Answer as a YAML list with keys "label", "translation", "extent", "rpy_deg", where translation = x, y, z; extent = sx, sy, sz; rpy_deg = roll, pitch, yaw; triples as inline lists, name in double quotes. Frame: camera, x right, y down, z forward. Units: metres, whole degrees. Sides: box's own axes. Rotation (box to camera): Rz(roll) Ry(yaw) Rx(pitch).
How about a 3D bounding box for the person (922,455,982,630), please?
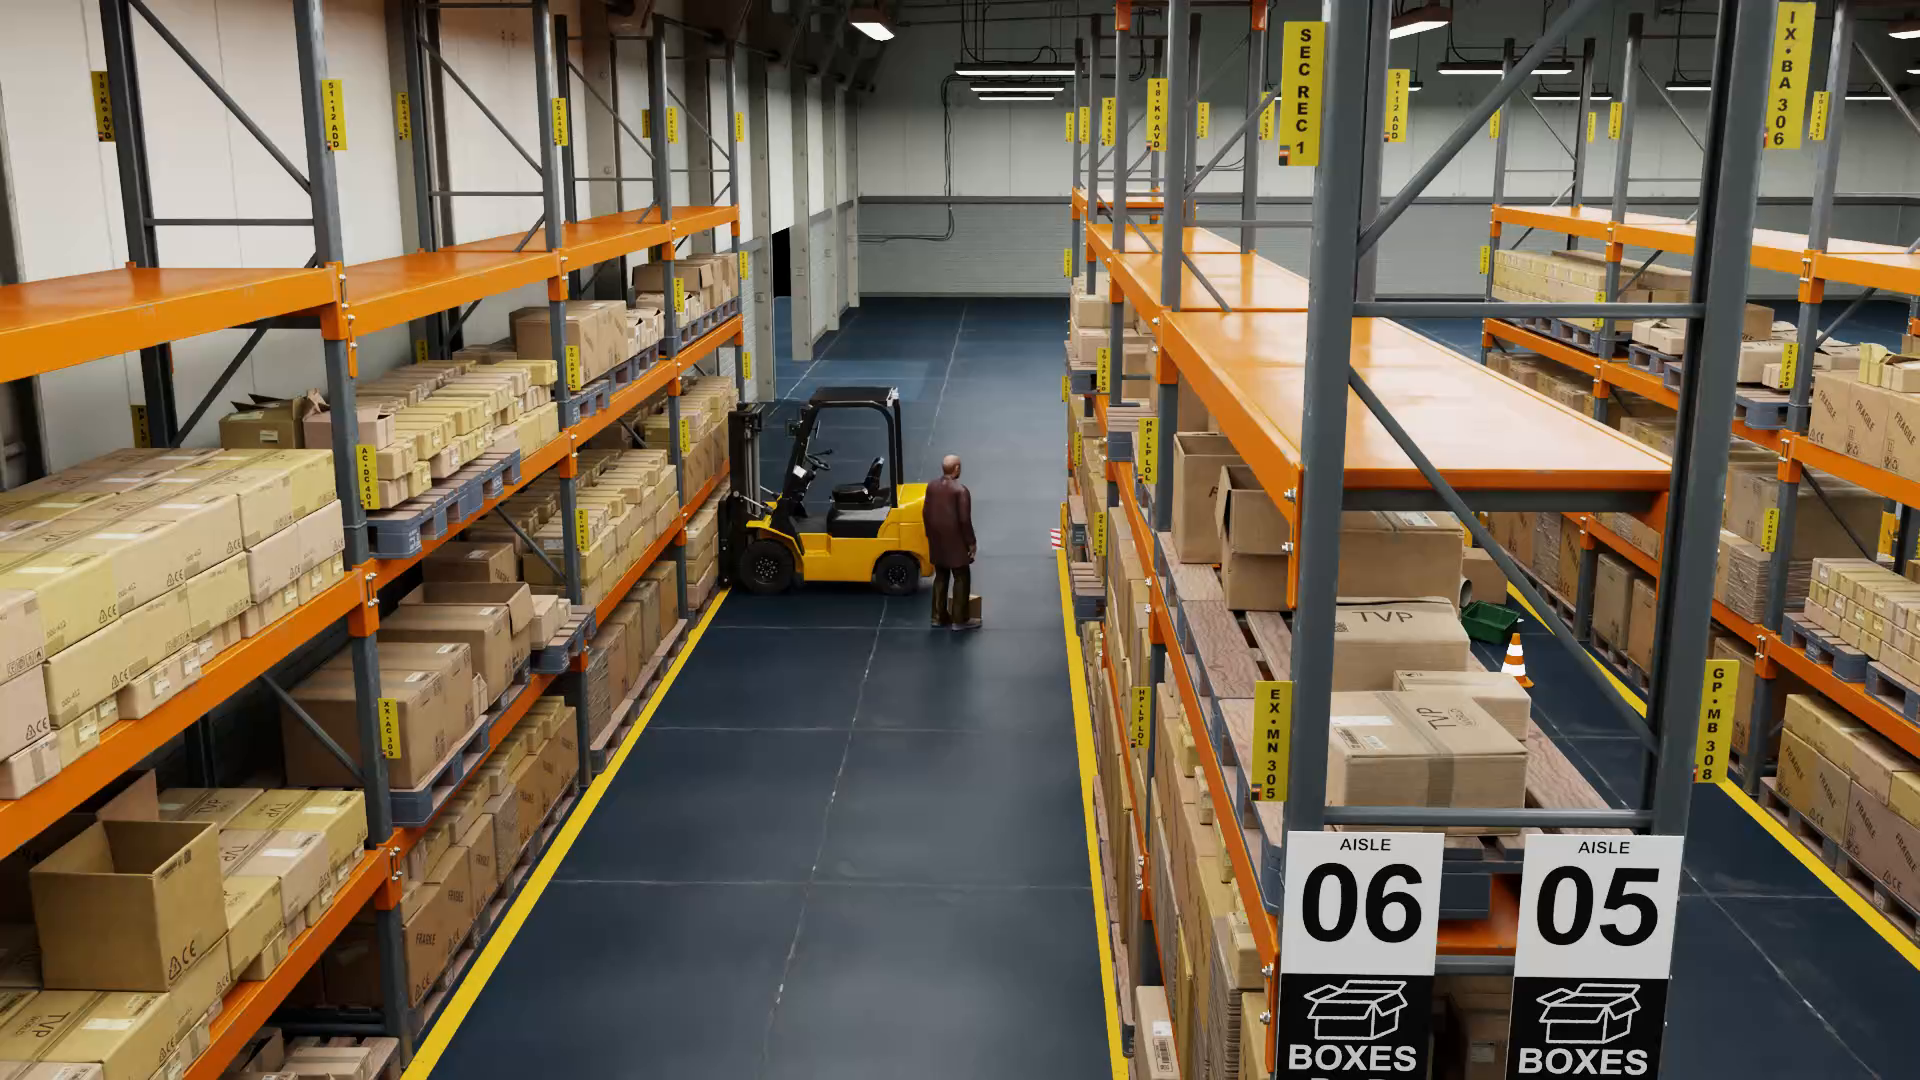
- label: "person"
  translation: [-0.098, 0.017, 16.959]
  extent: [0.640, 1.773, 0.427]
  rpy_deg: [11, 17, 38]
